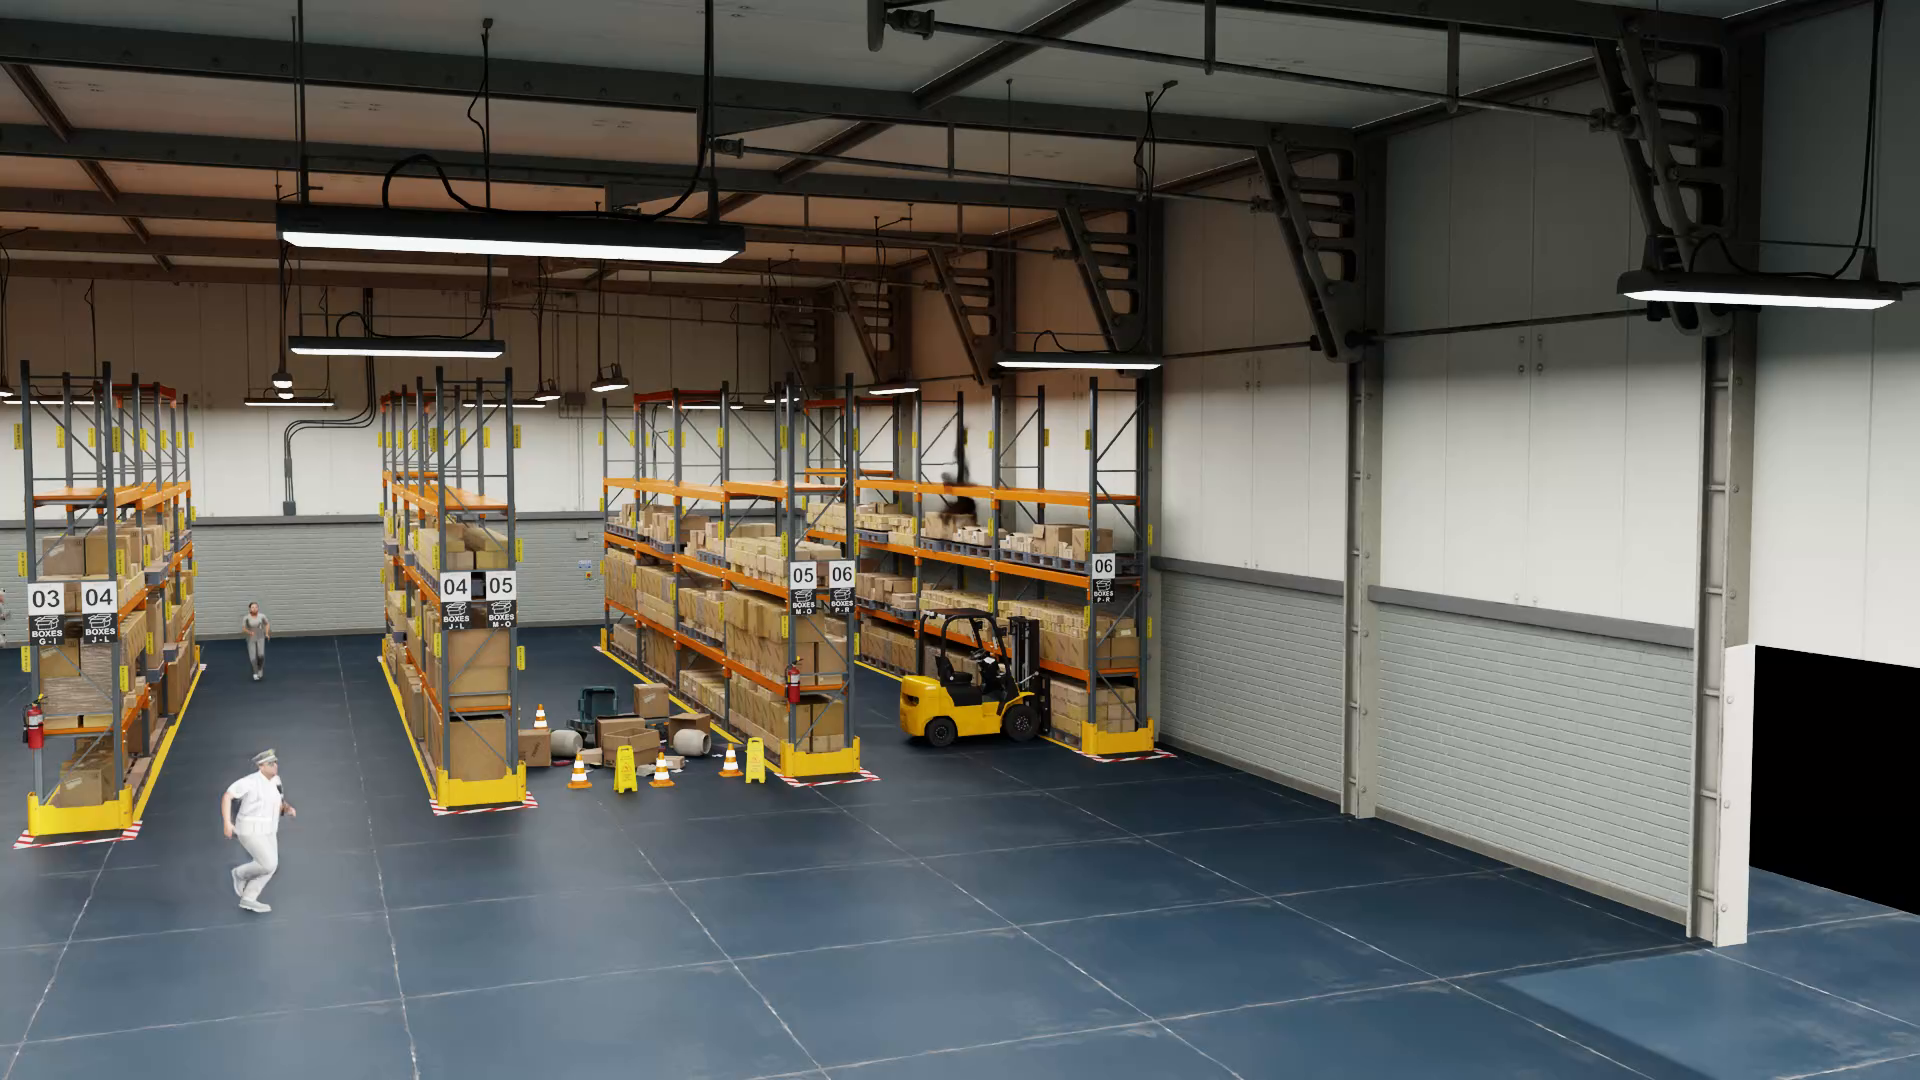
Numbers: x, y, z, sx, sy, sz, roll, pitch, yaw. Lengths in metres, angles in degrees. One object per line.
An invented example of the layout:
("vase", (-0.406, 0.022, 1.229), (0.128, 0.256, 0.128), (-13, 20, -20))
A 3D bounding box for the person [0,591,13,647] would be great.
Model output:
("person", (-21.209, 1.951, 36.480), (0.783, 1.702, 0.649), (-1, 4, -14))

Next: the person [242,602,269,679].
("person", (-14.645, 2.095, 34.606), (0.537, 1.626, 0.694), (-2, 4, -26))

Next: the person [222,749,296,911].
("person", (-7.394, 3.084, 17.649), (0.668, 1.734, 0.706), (1, 4, 15))
